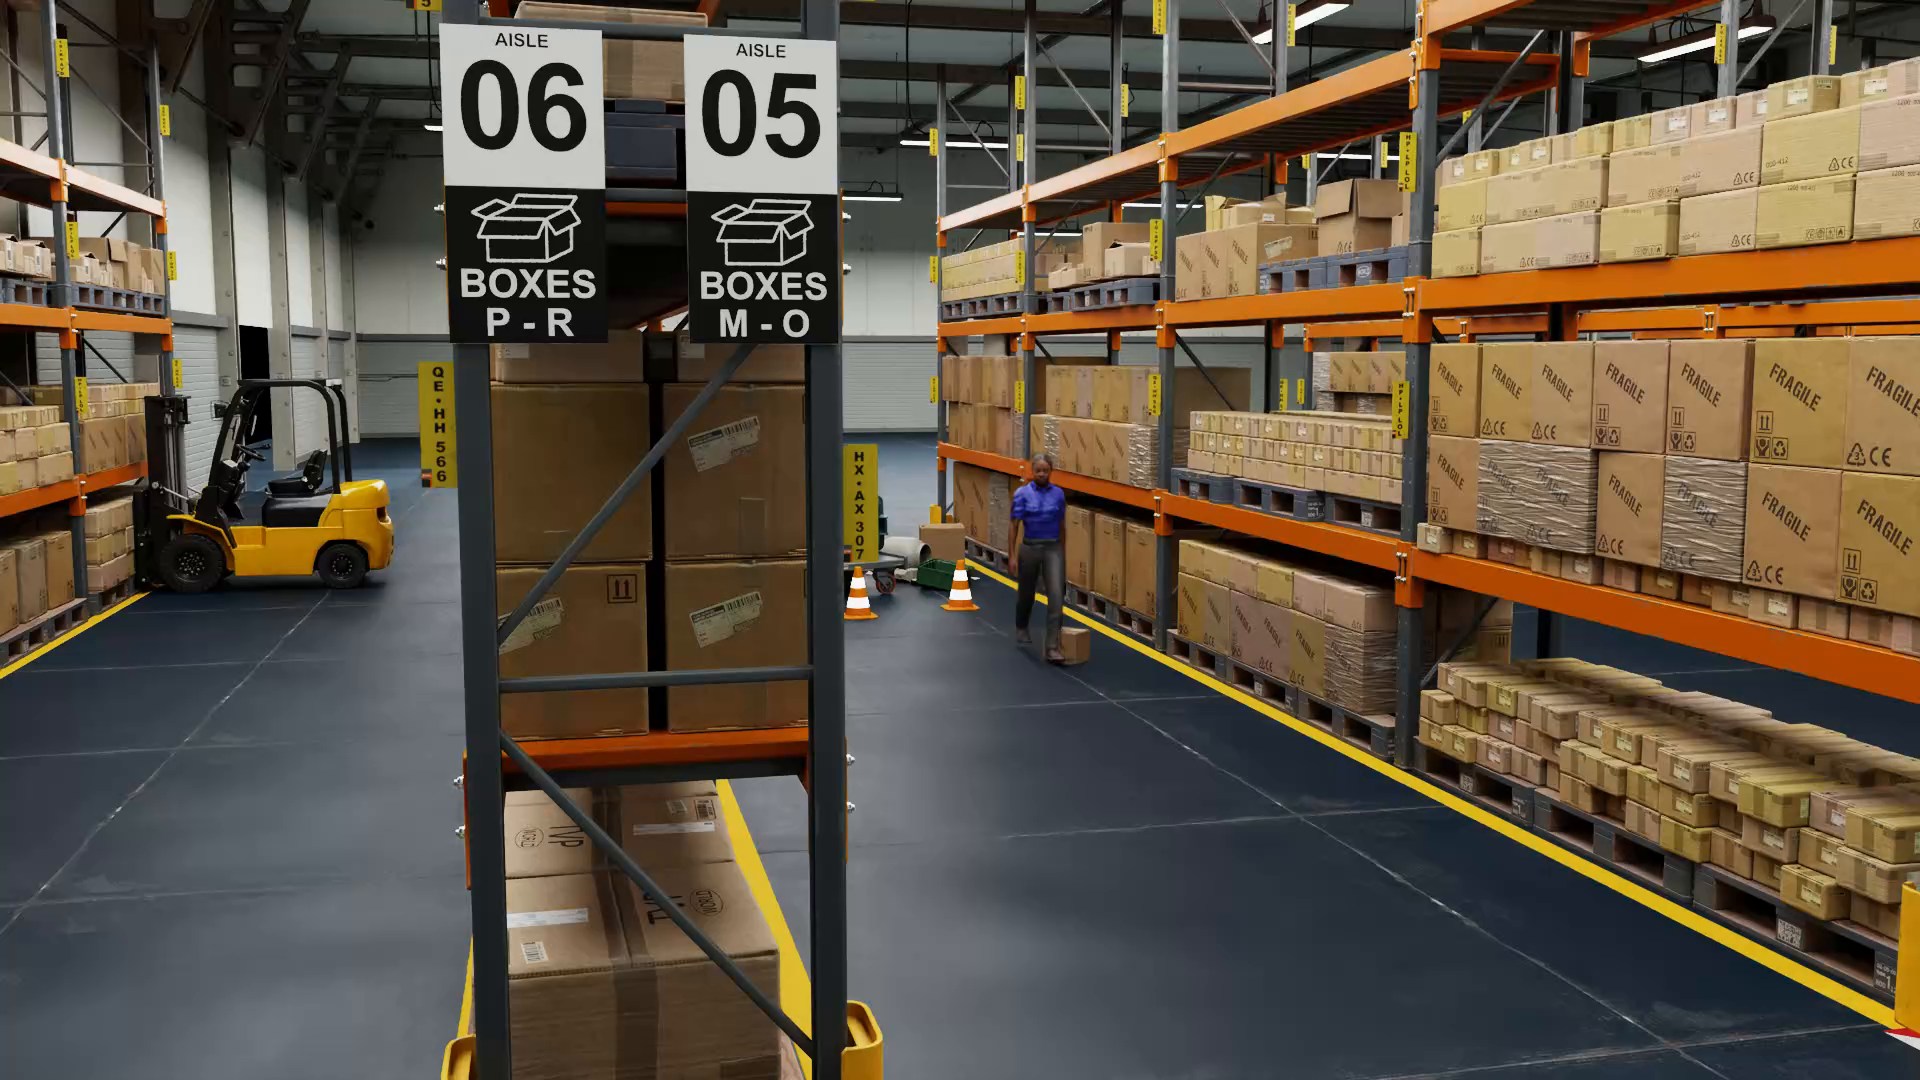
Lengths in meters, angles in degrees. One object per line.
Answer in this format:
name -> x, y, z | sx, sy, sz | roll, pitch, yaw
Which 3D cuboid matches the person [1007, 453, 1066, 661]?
person -> 0.603, 0.112, 13.144 | 0.497, 1.611, 0.947 | -1, 6, -8
